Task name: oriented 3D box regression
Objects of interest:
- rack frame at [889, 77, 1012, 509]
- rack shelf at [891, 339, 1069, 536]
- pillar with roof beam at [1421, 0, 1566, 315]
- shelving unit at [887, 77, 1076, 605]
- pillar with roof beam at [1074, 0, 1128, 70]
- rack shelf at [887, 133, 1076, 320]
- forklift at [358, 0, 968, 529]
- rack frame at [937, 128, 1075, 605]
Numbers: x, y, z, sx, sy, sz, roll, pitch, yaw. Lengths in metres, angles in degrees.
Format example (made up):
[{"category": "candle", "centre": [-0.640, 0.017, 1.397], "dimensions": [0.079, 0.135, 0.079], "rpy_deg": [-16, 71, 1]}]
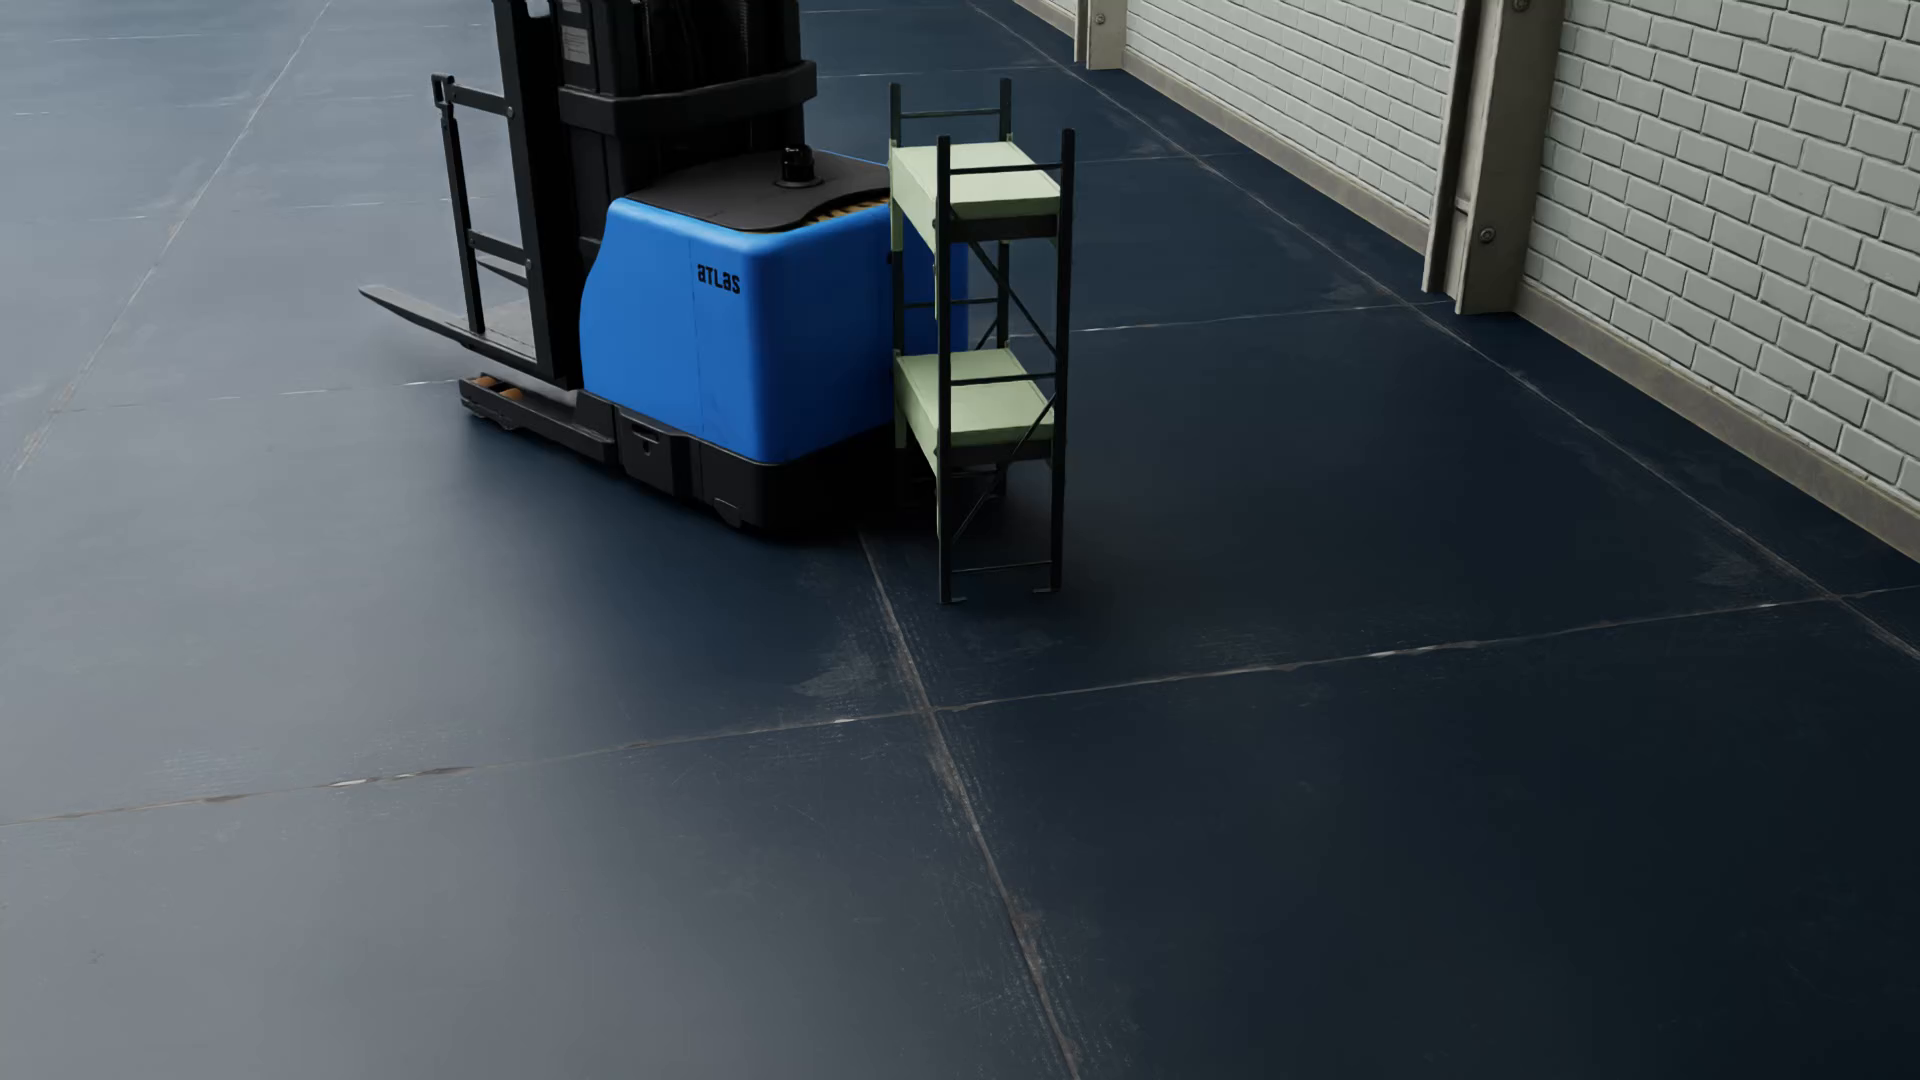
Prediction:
[{"category": "rack frame", "centre": [-0.031, -0.807, 5.683], "dimensions": [0.400, 1.500, 0.023], "rpy_deg": [-6, 27, -11]}, {"category": "rack shelf", "centre": [0.050, -0.355, 5.512], "dimensions": [0.431, 0.370, 0.720], "rpy_deg": [-6, 27, -11]}, {"category": "pillar with roof beam", "centre": [-1.728, -4.745, 5.165], "dimensions": [9.100, 9.000, 0.400], "rpy_deg": [-6, 27, -12]}, {"category": "shelving unit", "centre": [0.050, -0.646, 5.365], "dimensions": [0.431, 1.500, 0.755], "rpy_deg": [-6, 27, -11]}, {"category": "pillar with roof beam", "centre": [-3.080, -7.379, 10.383], "dimensions": [9.100, 9.000, 0.400], "rpy_deg": [-6, 27, -12]}, {"category": "rack shelf", "centre": [0.050, -0.994, 5.189], "dimensions": [0.431, 0.370, 0.720], "rpy_deg": [-6, 27, -11]}, {"category": "forklift", "centre": [-1.380, -1.895, 6.252], "dimensions": [3.031, 2.935, 1.130], "rpy_deg": [23, 34, 37]}, {"category": "rack frame", "centre": [0.131, -0.485, 5.046], "dimensions": [0.400, 1.500, 0.023], "rpy_deg": [-6, 27, -11]}]
